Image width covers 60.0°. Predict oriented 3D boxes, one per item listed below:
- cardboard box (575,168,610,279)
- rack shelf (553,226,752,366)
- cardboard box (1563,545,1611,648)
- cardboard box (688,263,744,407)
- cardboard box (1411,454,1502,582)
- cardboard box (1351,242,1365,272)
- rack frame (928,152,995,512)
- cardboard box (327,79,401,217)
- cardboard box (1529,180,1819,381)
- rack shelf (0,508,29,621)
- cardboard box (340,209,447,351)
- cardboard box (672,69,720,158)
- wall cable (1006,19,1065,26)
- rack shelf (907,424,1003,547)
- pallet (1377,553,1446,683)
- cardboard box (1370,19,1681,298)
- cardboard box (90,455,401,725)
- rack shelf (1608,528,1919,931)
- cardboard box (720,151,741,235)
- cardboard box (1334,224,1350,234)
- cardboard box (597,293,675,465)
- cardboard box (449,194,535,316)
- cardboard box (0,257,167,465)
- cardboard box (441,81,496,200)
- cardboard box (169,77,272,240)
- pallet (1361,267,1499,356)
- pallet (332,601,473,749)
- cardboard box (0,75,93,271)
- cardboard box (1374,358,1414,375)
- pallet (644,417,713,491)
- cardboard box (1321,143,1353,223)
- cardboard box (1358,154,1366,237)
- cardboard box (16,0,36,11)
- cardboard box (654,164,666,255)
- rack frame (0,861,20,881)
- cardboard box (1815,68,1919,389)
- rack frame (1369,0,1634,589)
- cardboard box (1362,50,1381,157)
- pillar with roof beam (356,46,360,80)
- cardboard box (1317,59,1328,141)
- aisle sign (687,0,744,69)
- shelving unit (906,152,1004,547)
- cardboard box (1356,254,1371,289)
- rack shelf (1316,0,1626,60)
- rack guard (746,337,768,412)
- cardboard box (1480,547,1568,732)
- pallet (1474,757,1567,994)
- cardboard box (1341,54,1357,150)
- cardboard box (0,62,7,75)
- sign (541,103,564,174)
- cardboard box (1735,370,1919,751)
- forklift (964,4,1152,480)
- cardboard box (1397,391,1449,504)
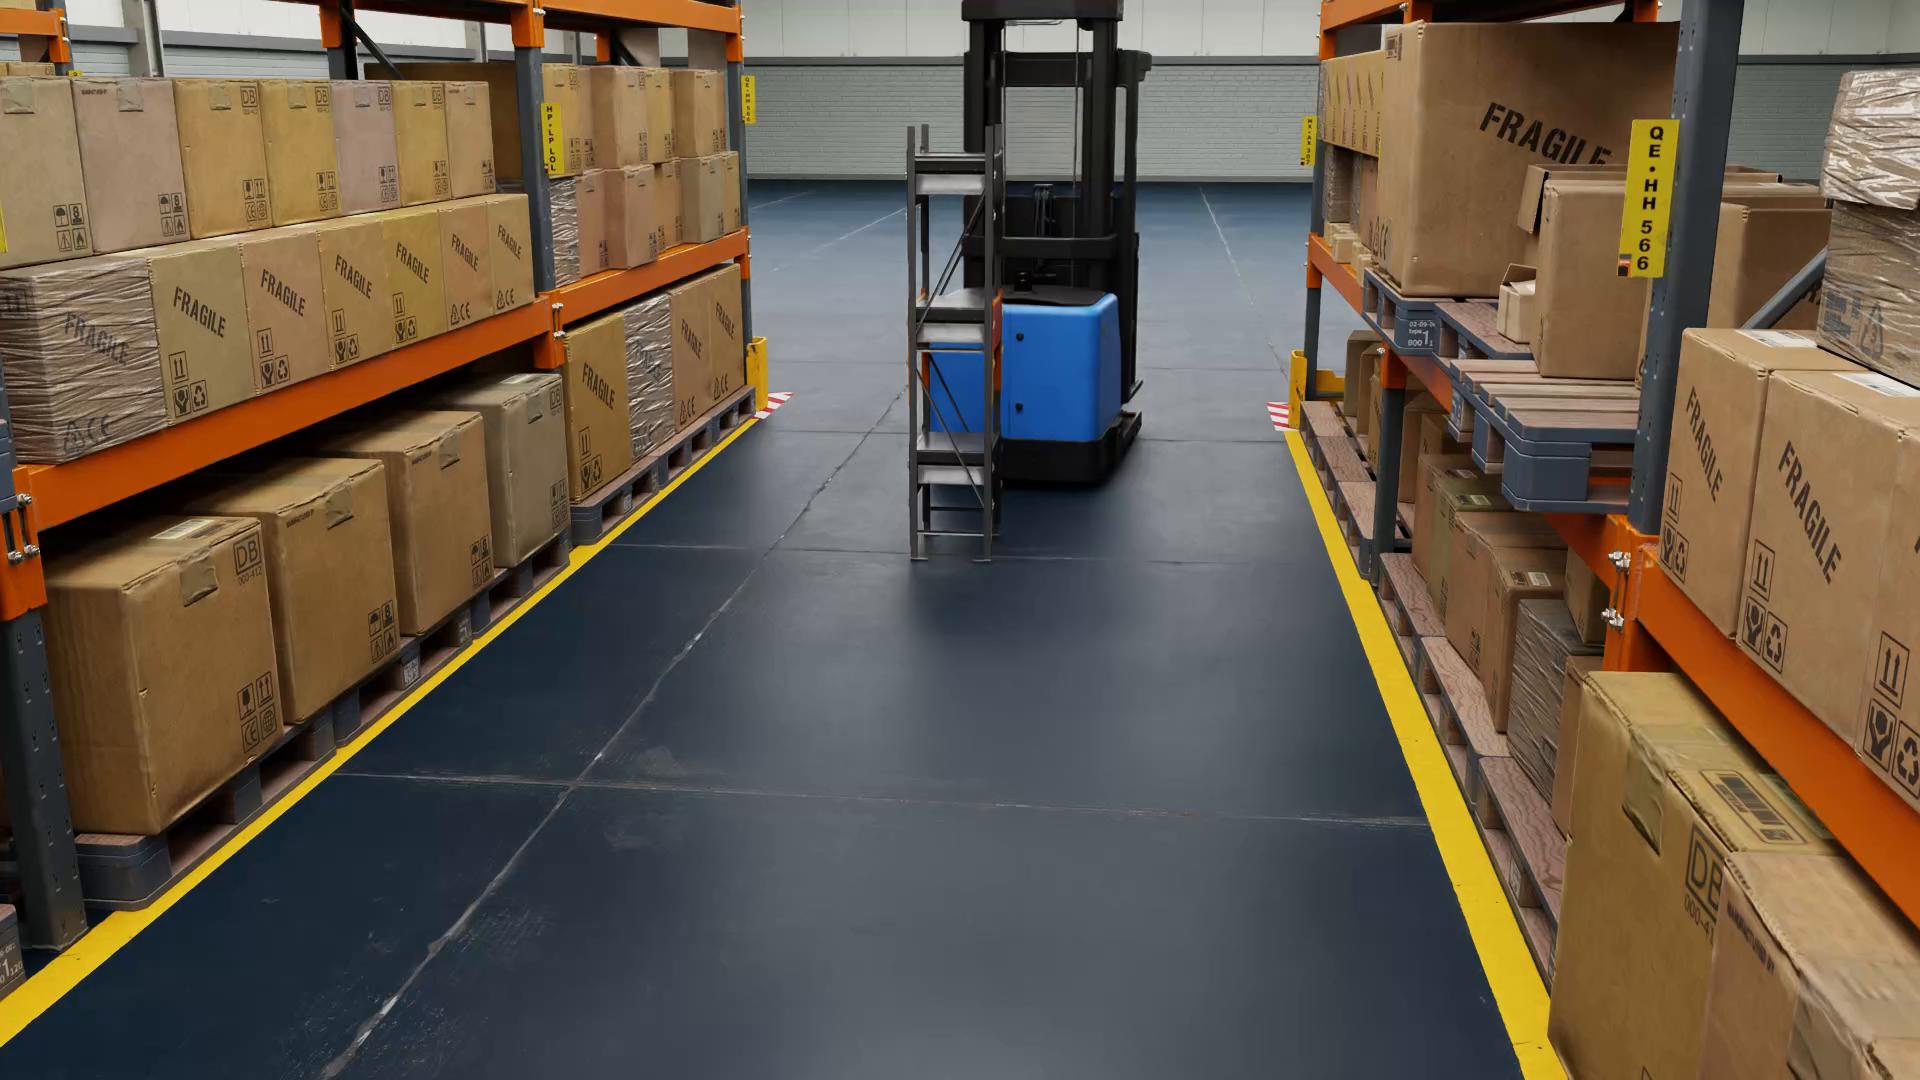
[{"bbox_3d":[-2.404,-1.704,8.931,0.875,0.550,0.550,2,15,6],"label":"cardboard box"},{"bbox_3d":[-2.248,-1.564,10.078,1.077,0.370,4.000,2,15,6],"label":"rack shelf"},{"bbox_3d":[2.088,0.137,4.919,0.500,0.250,0.500,3,16,13],"label":"cardboard box"},{"bbox_3d":[-2.033,-1.429,11.467,0.875,0.875,0.875,2,15,7],"label":"cardboard box"},{"bbox_3d":[2.353,-0.067,7.111,0.700,0.500,0.500,1,15,2],"label":"cardboard box"},{"bbox_3d":[2.360,-1.552,9.137,0.380,0.149,0.250,2,15,6],"label":"cardboard box"},{"bbox_3d":[0.008,-1.034,8.463,0.380,1.831,0.006,2,15,6],"label":"rack frame"},{"bbox_3d":[-2.637,-1.530,6.467,0.700,0.500,0.500,2,15,7],"label":"cardboard box"},{"bbox_3d":[1.977,-0.723,4.593,0.700,0.500,0.500,4,16,15],"label":"cardboard box"},{"bbox_3d":[-3.150,0.511,2.405,1.077,0.370,4.000,2,15,6],"label":"rack shelf"},{"bbox_3d":[-2.381,-1.036,6.554,0.500,0.500,0.500,2,15,7],"label":"cardboard box"},{"bbox_3d":[-2.073,-2.783,10.853,0.875,0.550,0.550,2,15,6],"label":"cardboard box"},{"bbox_3d":[1.604,-15.301,41.493,2.305,6.003,0.169,2,15,6],"label":"wall cable"},{"bbox_3d":[-0.019,-0.282,8.415,0.431,0.518,0.480,2,15,6],"label":"rack shelf"},{"bbox_3d":[2.357,0.328,7.046,1.003,0.211,1.213,2,15,6],"label":"pallet"},{"bbox_3d":[2.215,-1.511,6.549,1.000,1.000,1.000,2,15,7],"label":"cardboard box"},{"bbox_3d":[-2.671,0.146,5.881,1.050,0.750,0.750,2,15,7],"label":"cardboard box"},{"bbox_3d":[1.766,0.683,1.768,1.077,0.370,4.000,2,15,6],"label":"rack shelf"},{"bbox_3d":[-2.019,-2.405,11.522,0.875,0.550,0.550,2,15,6],"label":"cardboard box"},{"bbox_3d":[2.528,-1.875,10.333,0.380,0.149,0.250,2,15,6],"label":"cardboard box"},{"bbox_3d":[-2.235,-0.965,9.749,0.875,0.875,0.875,2,15,7],"label":"cardboard box"},{"bbox_3d":[-2.267,-1.298,7.523,0.500,0.500,0.500,2,15,6],"label":"cardboard box"},{"bbox_3d":[-2.606,-0.512,4.617,0.500,0.500,0.500,2,15,7],"label":"cardboard box"},{"bbox_3d":[-2.524,-1.795,7.445,0.700,0.500,0.500,1,15,5],"label":"cardboard box"},{"bbox_3d":[-2.753,-1.267,5.493,0.700,0.500,0.500,1,15,5],"label":"cardboard box"},{"bbox_3d":[2.213,-0.934,6.736,1.003,0.211,1.213,2,15,6],"label":"pallet"},{"bbox_3d":[-2.621,0.473,6.508,1.003,0.211,1.213,2,15,6],"label":"pallet"},{"bbox_3d":[-2.864,-1.002,4.515,0.700,0.500,0.500,2,15,6],"label":"cardboard box"},{"bbox_3d":[2.685,-0.775,9.764,0.500,0.500,0.500,3,15,11],"label":"cardboard box"},{"bbox_3d":[-2.175,-0.559,10.324,1.003,0.211,1.213,2,15,6],"label":"pallet"},{"bbox_3d":[2.806,-2.308,10.689,0.875,0.500,0.500,2,15,6],"label":"cardboard box"},{"bbox_3d":[2.681,-1.798,9.090,0.875,0.649,0.860,2,15,6],"label":"cardboard box"},{"bbox_3d":[-6.714,-3.776,11.613,0.380,0.149,0.250,2,15,7],"label":"cardboard box"},{"bbox_3d":[-2.266,-1.981,9.956,0.875,0.550,0.500,2,15,6],"label":"cardboard box"},{"bbox_3d":[-2.921,-0.355,4.229,0.949,2.616,0.053,2,15,6],"label":"rack frame"},{"bbox_3d":[1.894,-0.526,2.748,0.797,0.503,0.637,2,15,8],"label":"cardboard box"},{"bbox_3d":[2.444,-1.220,7.429,1.000,3.000,0.127,2,15,6],"label":"rack frame"},{"bbox_3d":[2.276,-2.149,8.188,0.500,0.500,0.500,2,15,6],"label":"cardboard box"},{"bbox_3d":[-6.550,-9.979,28.325,9.100,9.000,0.400,2,15,6],"label":"pillar with roof beam"},{"bbox_3d":[2.562,-2.798,10.585,0.500,0.500,0.500,2,15,6],"label":"cardboard box"},{"bbox_3d":[-1.716,-3.695,11.598,0.394,0.787,0.004,2,15,6],"label":"aisle sign"},{"bbox_3d":[-5.811,-2.638,8.370,12.070,5.092,0.667,2,15,6],"label":"shelving unit"},{"bbox_3d":[2.219,-1.359,8.424,0.380,0.149,0.250,2,15,6],"label":"cardboard box"},{"bbox_3d":[2.669,-2.840,9.049,1.077,0.370,4.000,2,15,6],"label":"rack shelf"},{"bbox_3d":[-2.019,-1.230,12.252,1.175,0.500,0.348,2,15,6],"label":"rack guard"},{"bbox_3d":[2.155,0.346,5.584,0.700,0.500,0.500,3,15,11],"label":"cardboard box"},{"bbox_3d":[2.082,0.961,4.705,1.003,0.211,1.213,2,15,6],"label":"pallet"},{"bbox_3d":[2.393,-2.409,9.146,0.500,0.500,0.500,2,15,6],"label":"cardboard box"},{"bbox_3d":[-6.857,-2.954,11.164,0.700,0.500,0.500,2,15,7],"label":"cardboard box"},{"bbox_3d":[-1.933,-1.900,7.875,0.100,0.325,0.005,2,15,6],"label":"sign"},{"bbox_3d":[1.868,0.028,2.622,1.016,0.500,0.509,1,15,5],"label":"cardboard box"},{"bbox_3d":[0.623,-2.089,10.771,1.121,2.935,3.031,3,16,12],"label":"forklift"},{"bbox_3d":[2.816,-1.637,9.621,1.144,2.239,2.984,7,17,24],"label":"cardboard box"}]
